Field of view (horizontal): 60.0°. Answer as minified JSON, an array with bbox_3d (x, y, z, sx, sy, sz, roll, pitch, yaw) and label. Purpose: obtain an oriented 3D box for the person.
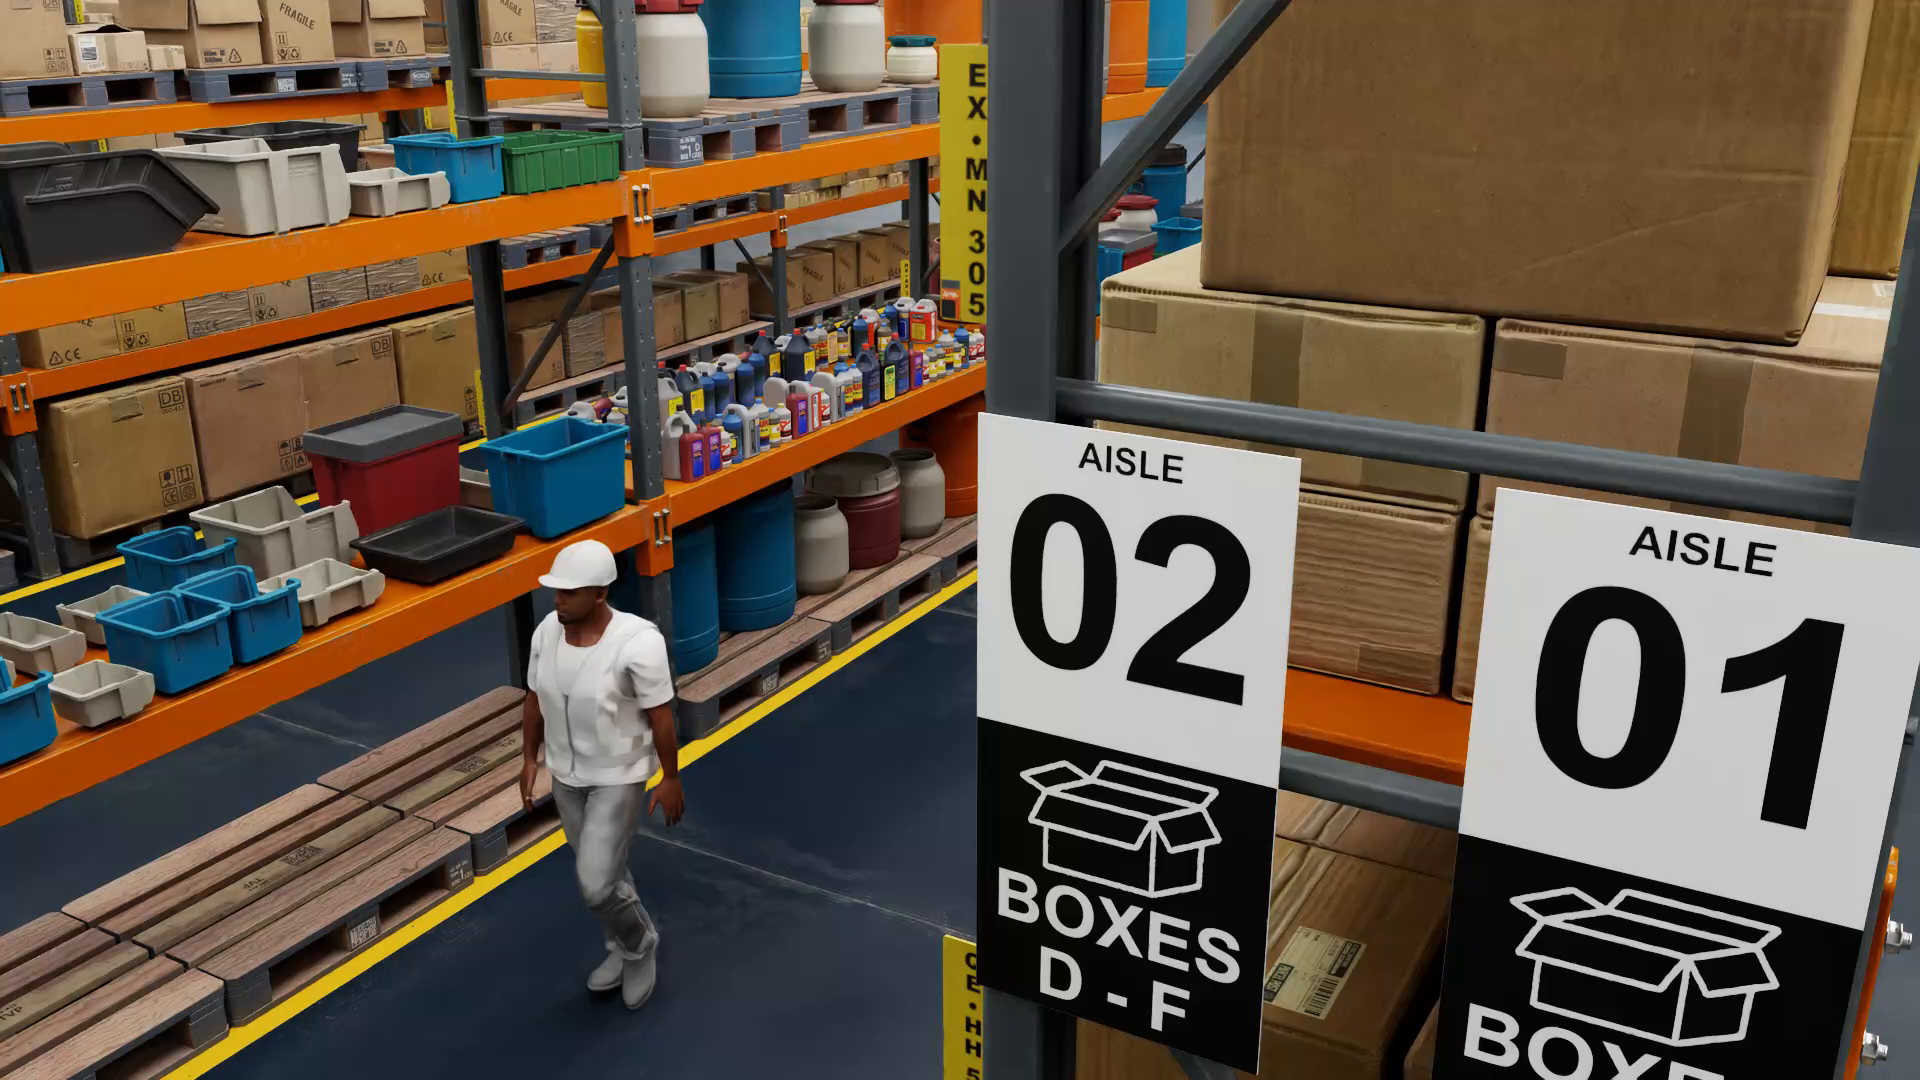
[{"bbox_3d":[-1.333,0.864,6.003,0.623,1.781,0.487,11,22,27],"label":"person"}]
